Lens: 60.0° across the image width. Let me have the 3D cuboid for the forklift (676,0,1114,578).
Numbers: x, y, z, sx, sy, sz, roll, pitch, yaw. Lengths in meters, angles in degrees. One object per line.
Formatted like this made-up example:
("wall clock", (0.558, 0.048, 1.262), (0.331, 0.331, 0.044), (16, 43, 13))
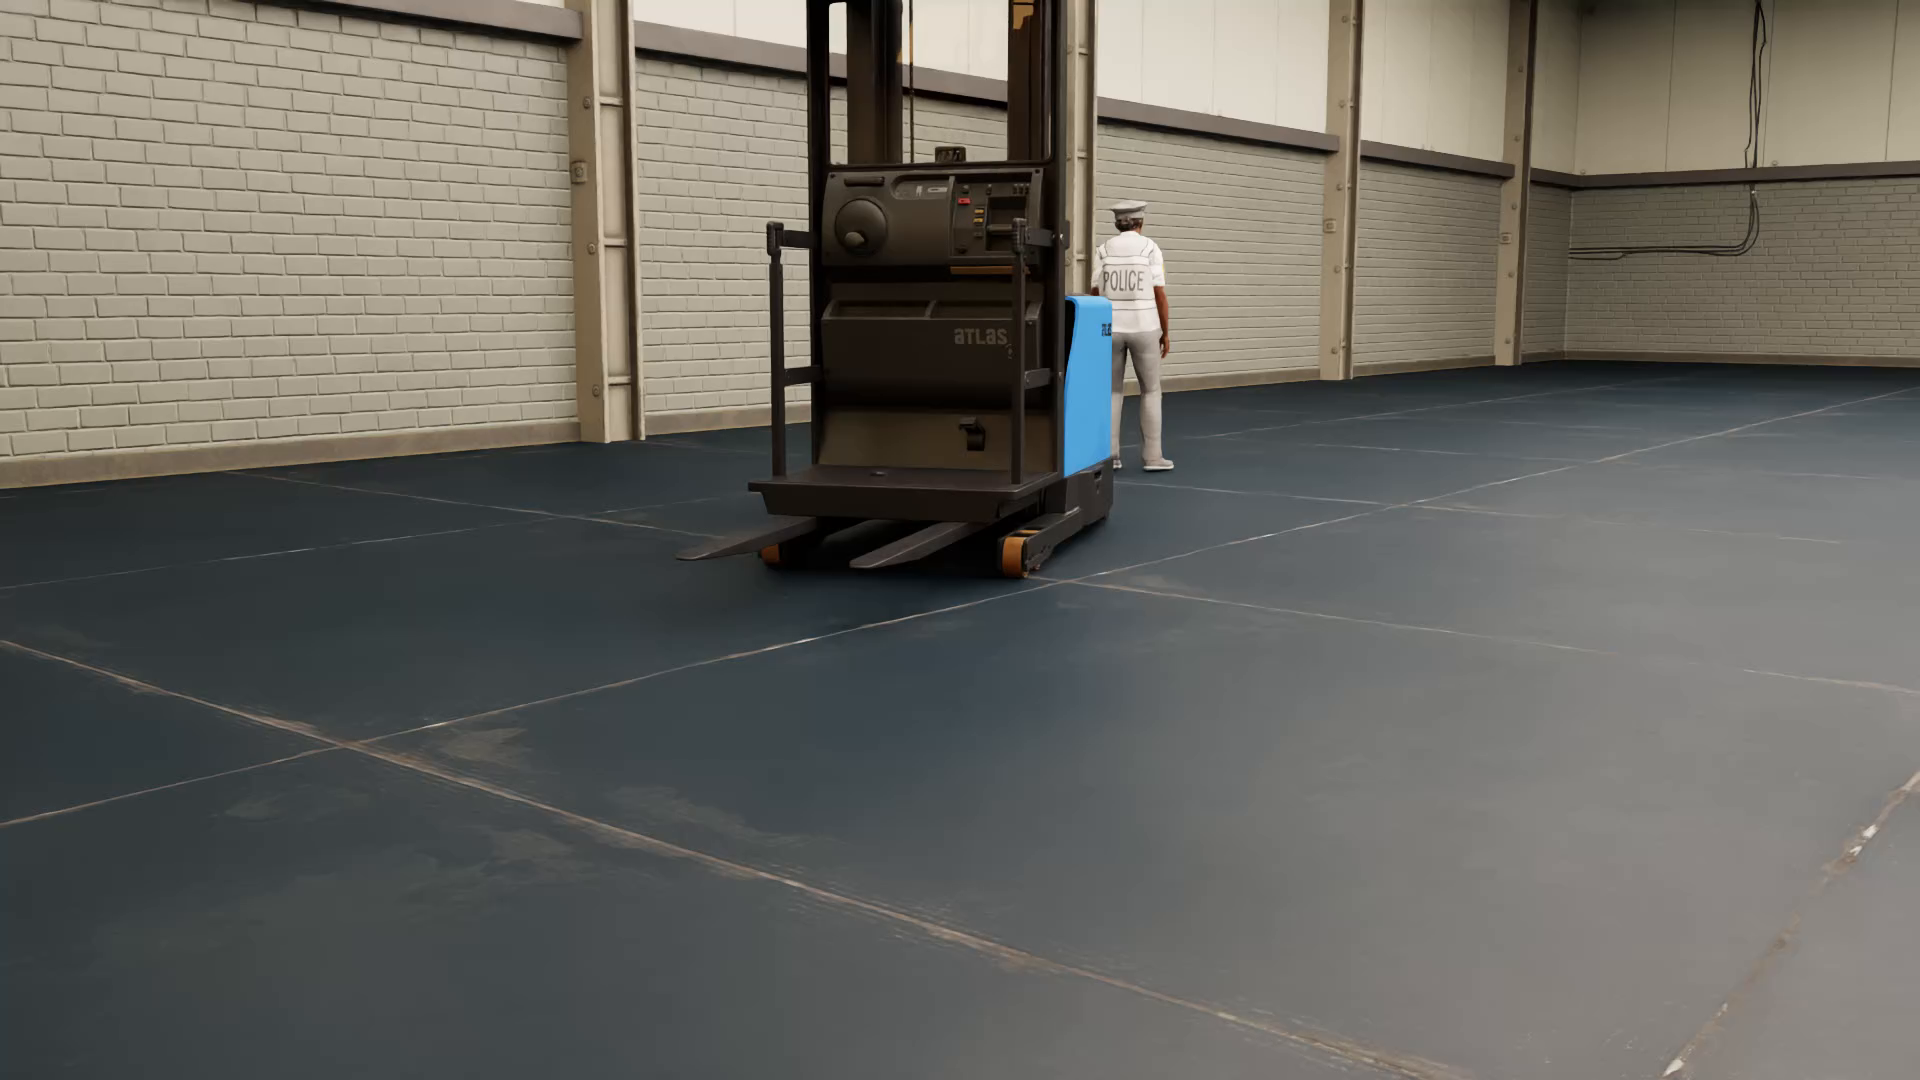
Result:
("forklift", (-0.176, -1.366, 6.616), (1.130, 2.935, 3.031), (3, 9, 17))

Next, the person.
("person", (1.056, -1.261, 10.285), (0.531, 1.664, 0.391), (3, 9, 18))
